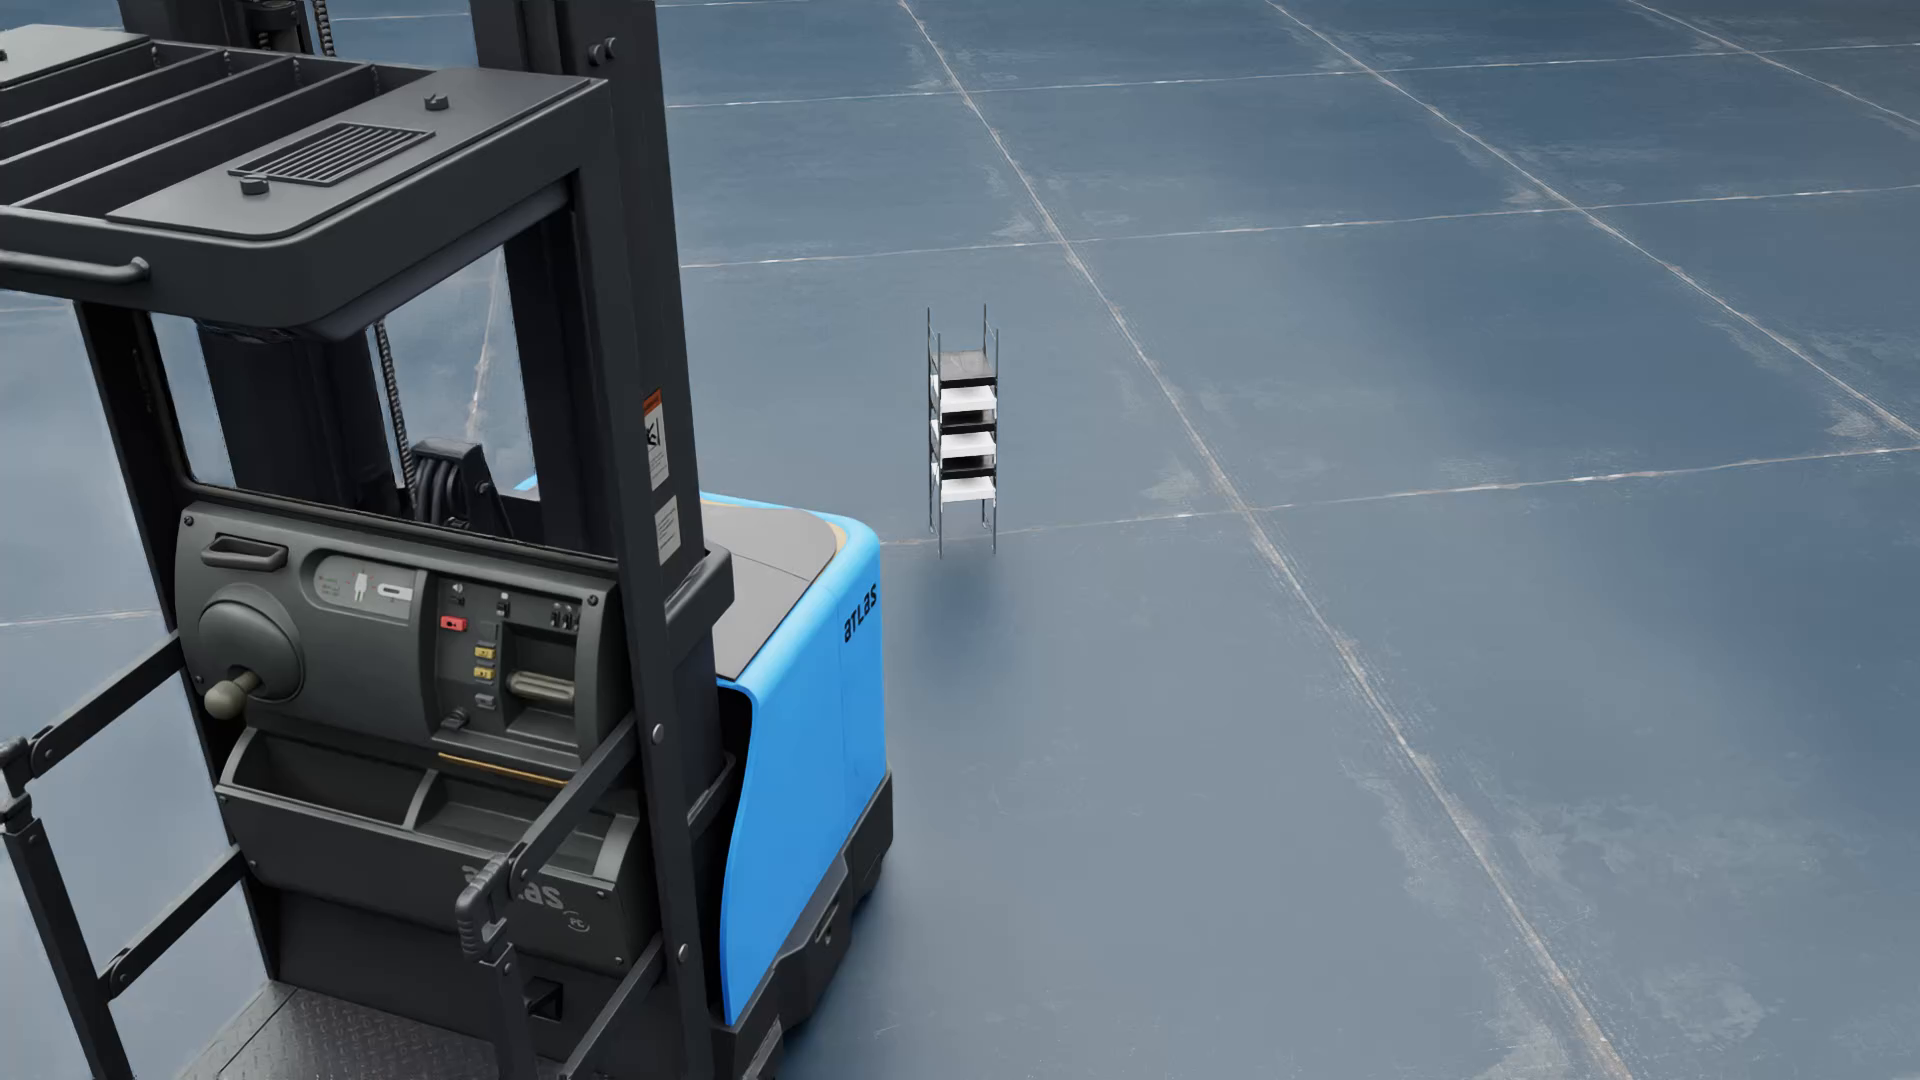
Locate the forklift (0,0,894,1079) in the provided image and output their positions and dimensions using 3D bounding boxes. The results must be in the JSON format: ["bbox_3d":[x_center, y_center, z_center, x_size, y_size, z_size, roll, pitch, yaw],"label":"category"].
[{"bbox_3d":[-1.146,0.240,2.950,1.130,2.935,3.031,10,32,16],"label":"forklift"}]

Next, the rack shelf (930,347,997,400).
[{"bbox_3d":[0.008,-0.593,5.903,0.200,0.077,0.258,-5,31,-9],"label":"rack shelf"}]

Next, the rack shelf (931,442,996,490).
[{"bbox_3d":[0.008,-0.282,6.086,0.200,0.077,0.258,-5,31,-9],"label":"rack shelf"}]

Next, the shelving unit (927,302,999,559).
[{"bbox_3d":[0.008,-0.389,6.023,0.210,0.900,0.258,-5,31,-9],"label":"shelving unit"}]

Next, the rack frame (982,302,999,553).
[{"bbox_3d":[0.108,-0.398,6.039,0.006,0.900,0.240,-5,31,-9],"label":"rack frame"}]

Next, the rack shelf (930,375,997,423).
[{"bbox_3d":[0.008,-0.515,5.949,0.200,0.077,0.258,-5,31,-9],"label":"rack shelf"}]

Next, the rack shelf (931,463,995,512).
[{"bbox_3d":[0.008,-0.205,6.131,0.200,0.077,0.258,-5,31,-9],"label":"rack shelf"}]

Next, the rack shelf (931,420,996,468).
[{"bbox_3d":[0.008,-0.360,6.040,0.200,0.077,0.258,-5,31,-9],"label":"rack shelf"}]

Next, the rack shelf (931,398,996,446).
[{"bbox_3d":[0.008,-0.437,5.994,0.200,0.077,0.258,-5,31,-9],"label":"rack shelf"}]

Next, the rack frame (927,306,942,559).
[{"bbox_3d":[-0.092,-0.379,6.007,0.006,0.900,0.240,-5,31,-9],"label":"rack frame"}]
